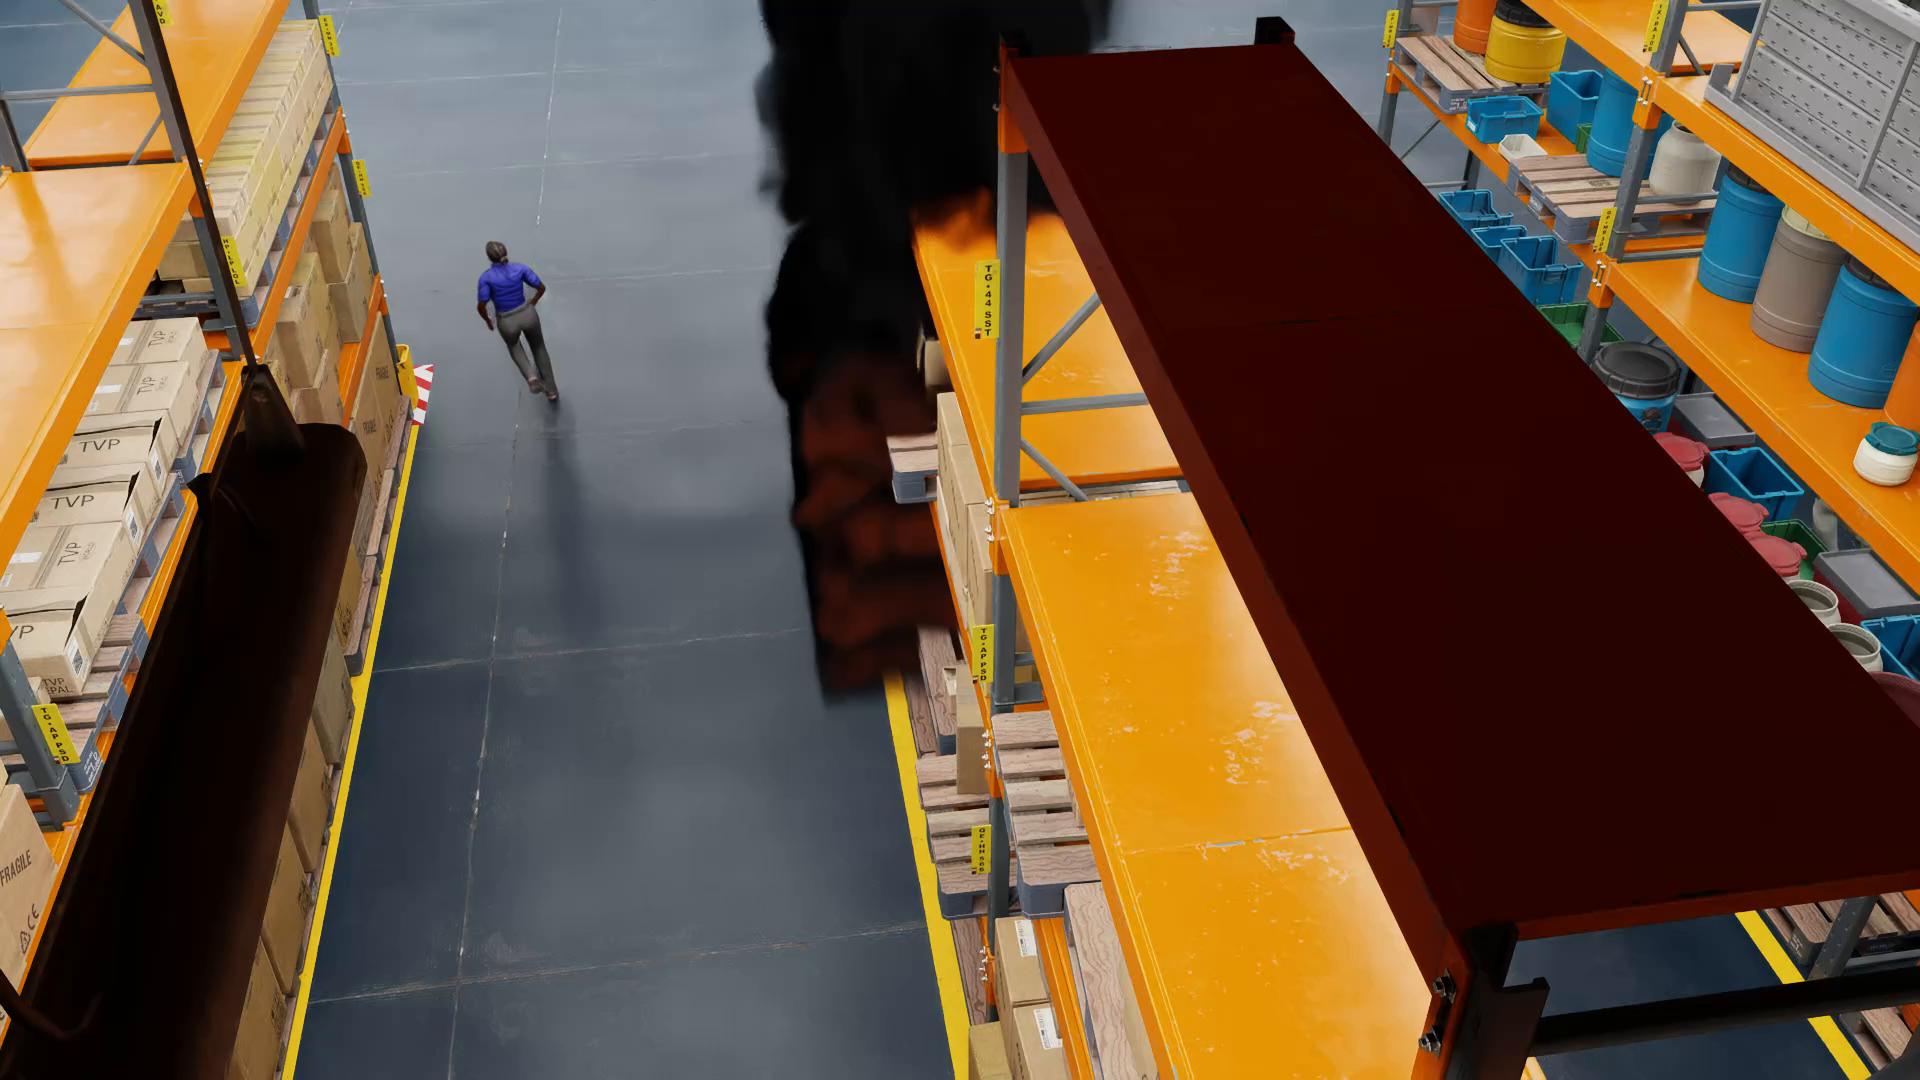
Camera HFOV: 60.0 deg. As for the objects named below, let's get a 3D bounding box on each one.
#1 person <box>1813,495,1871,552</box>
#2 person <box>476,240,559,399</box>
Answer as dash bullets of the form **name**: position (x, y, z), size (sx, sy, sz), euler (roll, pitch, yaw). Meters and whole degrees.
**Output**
- **person**: position (6.826, -0.508, 12.686), size (0.653, 1.758, 0.624), euler (-7, 37, -10)
- **person**: position (-3.978, -1.962, 14.796), size (0.632, 1.601, 0.501), euler (-16, 39, -20)
